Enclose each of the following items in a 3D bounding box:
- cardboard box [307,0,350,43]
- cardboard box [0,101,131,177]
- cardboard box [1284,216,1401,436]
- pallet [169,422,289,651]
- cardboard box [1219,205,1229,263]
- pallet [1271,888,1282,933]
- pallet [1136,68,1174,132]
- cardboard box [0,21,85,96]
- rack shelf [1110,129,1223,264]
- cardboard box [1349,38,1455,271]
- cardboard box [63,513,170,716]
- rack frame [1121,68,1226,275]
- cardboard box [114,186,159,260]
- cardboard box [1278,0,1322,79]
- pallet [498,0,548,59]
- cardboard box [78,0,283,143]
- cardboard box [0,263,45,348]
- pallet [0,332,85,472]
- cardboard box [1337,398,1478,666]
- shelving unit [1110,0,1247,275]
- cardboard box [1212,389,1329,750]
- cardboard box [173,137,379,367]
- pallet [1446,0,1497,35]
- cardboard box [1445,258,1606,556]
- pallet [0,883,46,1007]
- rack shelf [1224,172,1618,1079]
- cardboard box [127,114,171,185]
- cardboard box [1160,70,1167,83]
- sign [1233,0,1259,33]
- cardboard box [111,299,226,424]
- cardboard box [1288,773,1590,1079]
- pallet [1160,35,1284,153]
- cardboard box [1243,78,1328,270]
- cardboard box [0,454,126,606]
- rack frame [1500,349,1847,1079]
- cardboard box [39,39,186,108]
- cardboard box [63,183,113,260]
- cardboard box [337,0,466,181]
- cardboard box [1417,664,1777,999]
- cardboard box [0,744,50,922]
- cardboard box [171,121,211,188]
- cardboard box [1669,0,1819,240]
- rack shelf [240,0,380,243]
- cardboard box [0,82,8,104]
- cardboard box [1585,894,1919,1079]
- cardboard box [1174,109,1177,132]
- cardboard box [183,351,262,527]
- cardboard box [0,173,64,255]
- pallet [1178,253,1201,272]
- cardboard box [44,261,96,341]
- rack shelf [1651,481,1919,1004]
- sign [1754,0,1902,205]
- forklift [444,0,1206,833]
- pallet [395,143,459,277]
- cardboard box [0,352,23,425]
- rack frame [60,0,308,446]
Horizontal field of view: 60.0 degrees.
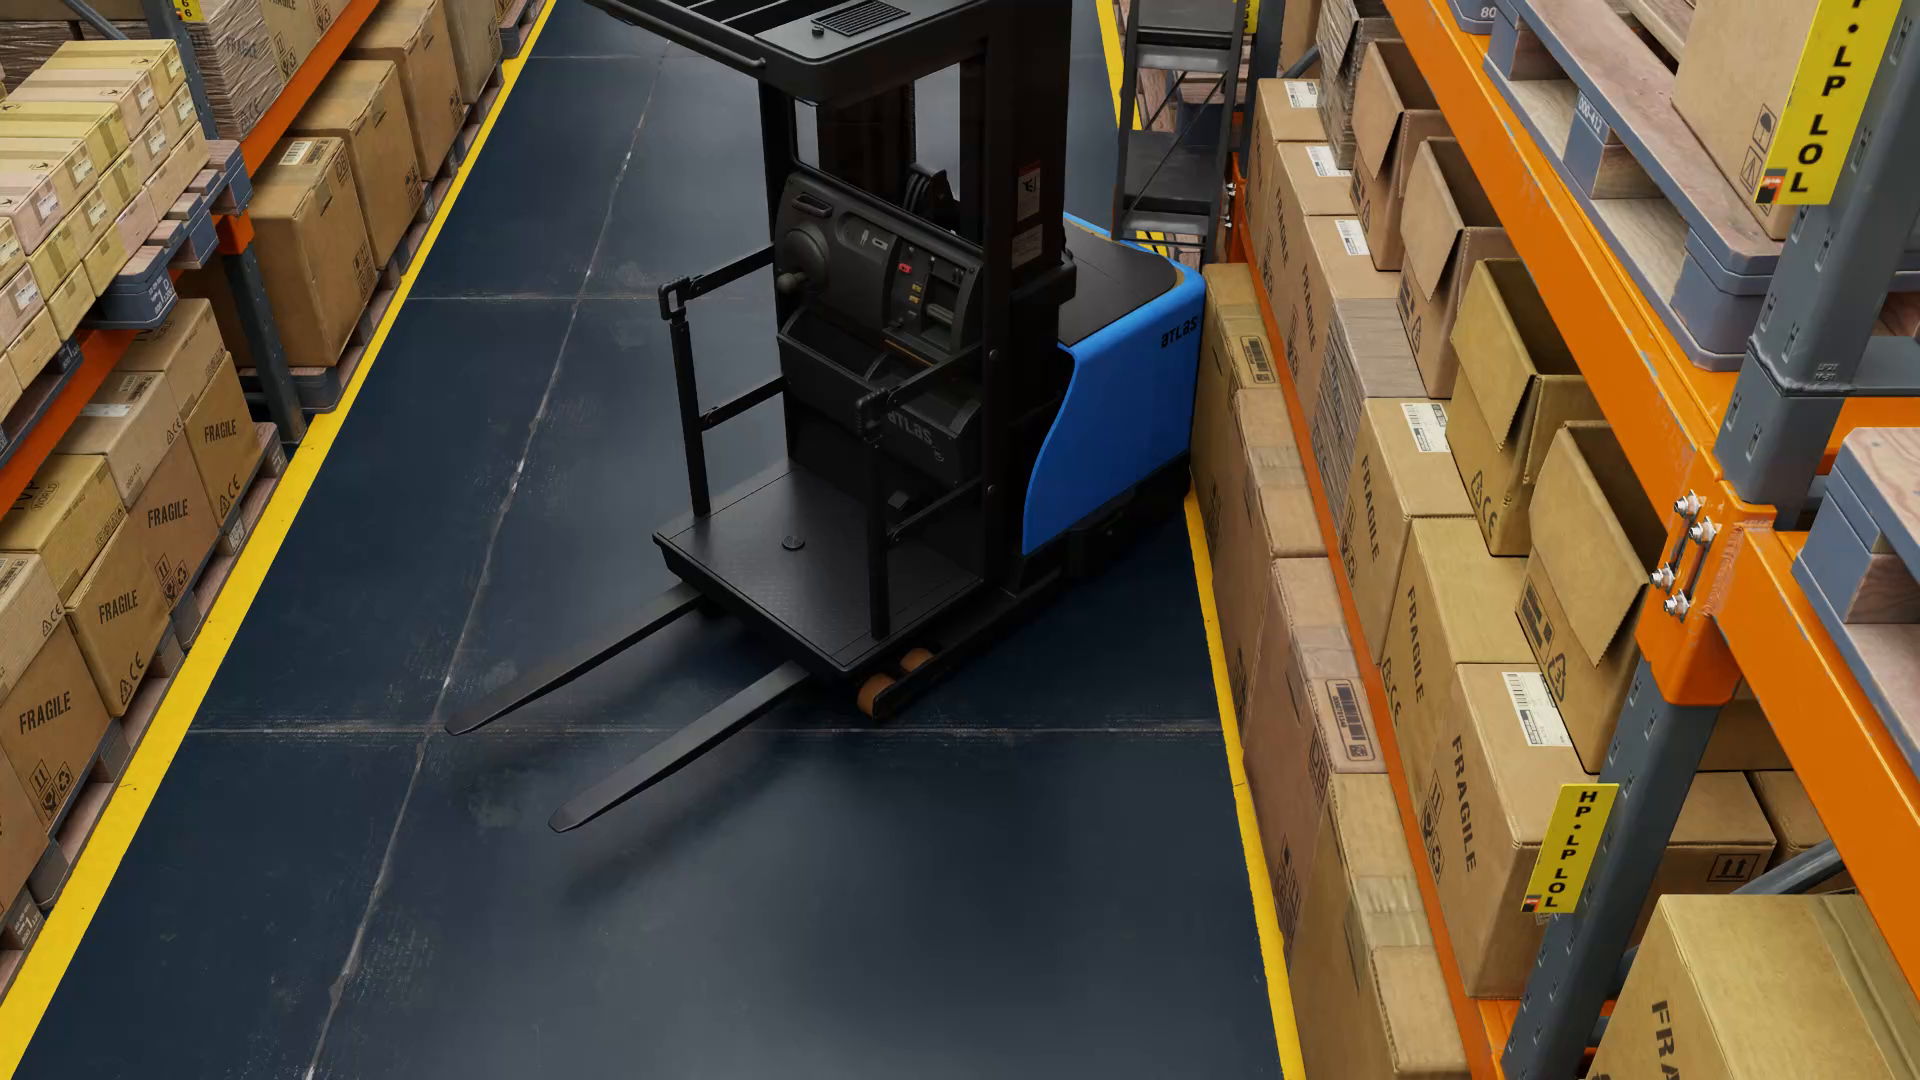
[{"bbox_3d":[-3.118,-2.572,7.480,0.500,0.500,0.500,0,39,0],"label":"cardboard box"},{"bbox_3d":[-2.927,-1.289,5.349,0.380,0.149,0.250,1,39,1],"label":"cardboard box"},{"bbox_3d":[1.312,-0.651,5.083,0.500,0.500,0.500,-1,39,-1],"label":"cardboard box"},{"bbox_3d":[-3.385,-0.041,6.633,1.003,0.211,1.213,0,39,0],"label":"pallet"},{"bbox_3d":[1.555,-1.174,7.463,0.700,0.500,0.500,-2,39,-2],"label":"cardboard box"},{"bbox_3d":[1.500,0.784,5.603,1.003,0.211,1.213,0,39,0],"label":"pallet"},{"bbox_3d":[1.574,-2.485,9.682,1.003,0.211,1.213,0,39,0],"label":"pallet"},{"bbox_3d":[-3.653,-1.939,6.691,0.500,0.500,0.500,0,39,0],"label":"cardboard box"},{"bbox_3d":[0.826,-1.317,6.670,0.431,0.518,0.480,6,46,6],"label":"rack shelf"},{"bbox_3d":[1.559,-1.124,4.872,0.797,0.503,0.637,1,39,1],"label":"cardboard box"},{"bbox_3d":[-3.108,0.260,5.690,0.500,0.500,0.500,-2,39,-2],"label":"cardboard box"},{"bbox_3d":[0.860,-1.499,6.830,0.400,2.100,0.015,6,46,6],"label":"rack frame"},{"bbox_3d":[-2.925,-1.060,5.539,0.380,0.149,0.250,1,39,1],"label":"cardboard box"},{"bbox_3d":[1.535,-2.099,6.555,0.500,0.500,0.500,-5,39,-6],"label":"cardboard box"},{"bbox_3d":[-3.311,-3.507,10.958,1.003,0.211,1.213,0,39,0],"label":"pallet"},{"bbox_3d":[-3.115,-1.938,6.690,0.500,0.500,0.500,0,39,0],"label":"cardboard box"},{"bbox_3d":[-2.924,-0.685,4.833,0.380,0.149,0.250,1,39,1],"label":"cardboard box"},{"bbox_3d":[-3.341,-0.305,4.886,1.003,0.211,1.213,0,39,0],"label":"pallet"},{"bbox_3d":[1.306,-0.025,4.302,0.500,0.500,0.500,0,39,-1],"label":"cardboard box"},{"bbox_3d":[0.826,-1.326,6.660,0.431,2.100,0.503,6,46,6],"label":"shelving unit"},{"bbox_3d":[1.549,0.096,5.595,1.225,0.875,0.875,0,39,0],"label":"cardboard box"},{"bbox_3d":[-3.295,-1.285,7.418,1.050,0.750,0.750,-1,39,-1],"label":"cardboard box"},{"bbox_3d":[1.634,-1.553,4.042,1.003,0.211,1.213,2,39,2],"label":"pallet"},{"bbox_3d":[1.583,-0.316,3.864,0.797,0.503,0.637,0,39,0],"label":"cardboard box"},{"bbox_3d":[-3.382,1.484,4.729,1.003,0.211,1.213,0,39,0],"label":"pallet"},{"bbox_3d":[1.578,-0.027,4.961,1.077,0.370,4.000,0,39,0],"label":"rack shelf"},{"bbox_3d":[-2.926,-1.325,5.631,0.380,0.149,0.250,1,39,2],"label":"cardboard box"},{"bbox_3d":[1.551,-2.872,9.583,0.700,0.500,0.500,-3,39,-4],"label":"cardboard box"},{"bbox_3d":[1.033,-1.973,5.951,0.100,0.325,0.005,0,39,0],"label":"sign"},{"bbox_3d":[-3.121,-0.672,6.253,0.500,0.250,0.500,-1,39,-1],"label":"cardboard box"},{"bbox_3d":[1.560,1.208,4.207,1.225,0.875,0.875,0,39,0],"label":"cardboard box"},{"bbox_3d":[1.469,-1.929,6.912,1.213,0.211,1.003,0,39,0],"label":"pallet"},{"bbox_3d":[1.305,-1.293,5.885,0.500,0.500,0.500,1,39,1],"label":"cardboard box"},{"bbox_3d":[-3.125,-0.038,5.462,0.500,0.250,0.500,1,39,1],"label":"cardboard box"},{"bbox_3d":[1.581,0.943,3.175,1.000,3.000,0.127,0,39,0],"label":"rack frame"},{"bbox_3d":[-2.925,-1.610,5.750,0.380,0.149,0.250,-1,39,-2],"label":"cardboard box"},{"bbox_3d":[-2.923,-1.004,5.231,0.380,0.149,0.250,0,39,0],"label":"cardboard box"},{"bbox_3d":[-3.301,-2.414,8.827,1.050,0.750,0.750,0,39,0],"label":"cardboard box"},{"bbox_3d":[1.307,0.612,3.508,0.500,0.500,0.500,0,39,0],"label":"cardboard box"},{"bbox_3d":[-3.117,0.902,4.889,0.500,0.500,0.500,2,39,2],"label":"cardboard box"},{"bbox_3d":[-2.924,-1.376,5.933,0.380,0.149,0.250,1,39,1],"label":"cardboard box"},{"bbox_3d":[1.570,-0.793,2.527,0.700,0.500,0.500,1,39,1],"label":"cardboard box"},{"bbox_3d":[-3.386,-2.588,8.156,1.077,0.370,4.000,0,39,0],"label":"rack shelf"},{"bbox_3d":[-3.584,-1.498,5.848,0.380,0.149,0.250,2,39,2],"label":"cardboard box"},{"bbox_3d":[1.326,0.892,2.520,0.500,0.500,0.500,0,39,0],"label":"cardboard box"},{"bbox_3d":[1.533,-2.224,8.774,0.700,0.500,0.500,-3,39,-4],"label":"cardboard box"},{"bbox_3d":[-3.122,-0.395,6.508,0.500,0.500,0.500,0,39,0],"label":"cardboard box"},{"bbox_3d":[-2.928,-0.971,4.953,0.380,0.149,0.250,0,39,0],"label":"cardboard box"},{"bbox_3d":[1.577,-0.959,7.778,1.003,0.211,1.213,0,39,0],"label":"pallet"},{"bbox_3d":[-2.926,-0.736,5.134,0.380,0.149,0.250,-2,39,-2],"label":"cardboard box"},{"bbox_3d":[1.583,1.304,0.901,1.077,0.370,4.000,0,39,0],"label":"rack shelf"},{"bbox_3d":[1.038,-0.546,1.969,0.100,0.325,0.005,0,39,0],"label":"sign"},{"bbox_3d":[-0.440,-0.866,5.487,1.130,2.935,3.031,32,48,33],"label":"forklift"},{"bbox_3d":[-3.308,-1.784,8.808,1.003,0.211,1.213,0,39,0],"label":"pallet"},{"bbox_3d":[-2.924,-0.403,4.720,0.380,0.149,0.250,-2,39,-2],"label":"cardboard box"},{"bbox_3d":[-3.384,-1.618,6.371,1.000,3.000,0.127,0,39,0],"label":"rack frame"}]
